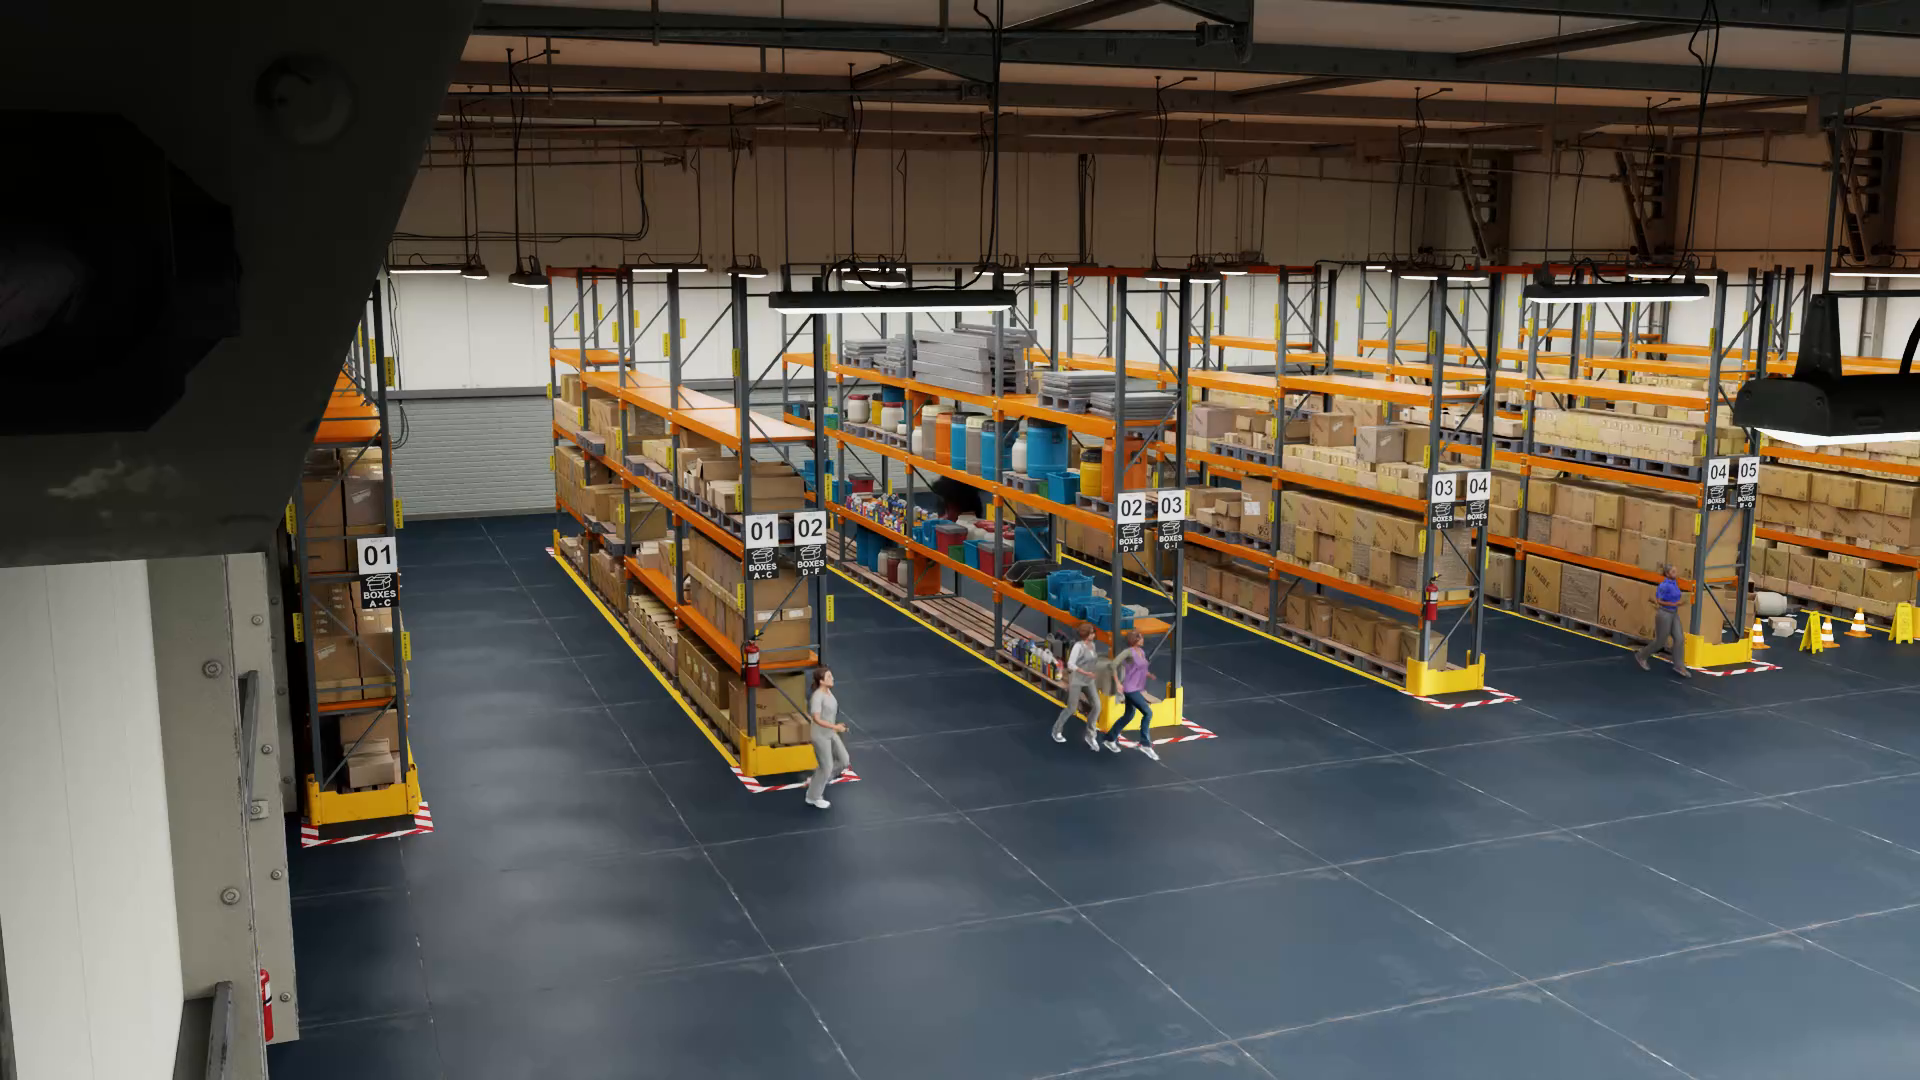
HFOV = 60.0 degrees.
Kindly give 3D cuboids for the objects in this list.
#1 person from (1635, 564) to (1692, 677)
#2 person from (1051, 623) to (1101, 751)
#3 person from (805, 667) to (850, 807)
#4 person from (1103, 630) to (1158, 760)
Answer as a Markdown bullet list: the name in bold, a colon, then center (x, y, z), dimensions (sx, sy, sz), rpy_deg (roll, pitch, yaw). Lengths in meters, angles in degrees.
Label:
- **person**: center (10.617, 1.193, 25.001), dimensions (0.584, 1.681, 0.811), rpy_deg (-9, 13, -41)
- **person**: center (1.580, 1.863, 21.395), dimensions (0.670, 1.618, 0.598), rpy_deg (10, 14, 44)
- **person**: center (-1.507, 2.248, 19.068), dimensions (0.554, 1.643, 0.596), rpy_deg (3, 10, 15)
- **person**: center (2.211, 1.923, 21.014), dimensions (0.743, 1.582, 0.536), rpy_deg (4, 11, 23)
